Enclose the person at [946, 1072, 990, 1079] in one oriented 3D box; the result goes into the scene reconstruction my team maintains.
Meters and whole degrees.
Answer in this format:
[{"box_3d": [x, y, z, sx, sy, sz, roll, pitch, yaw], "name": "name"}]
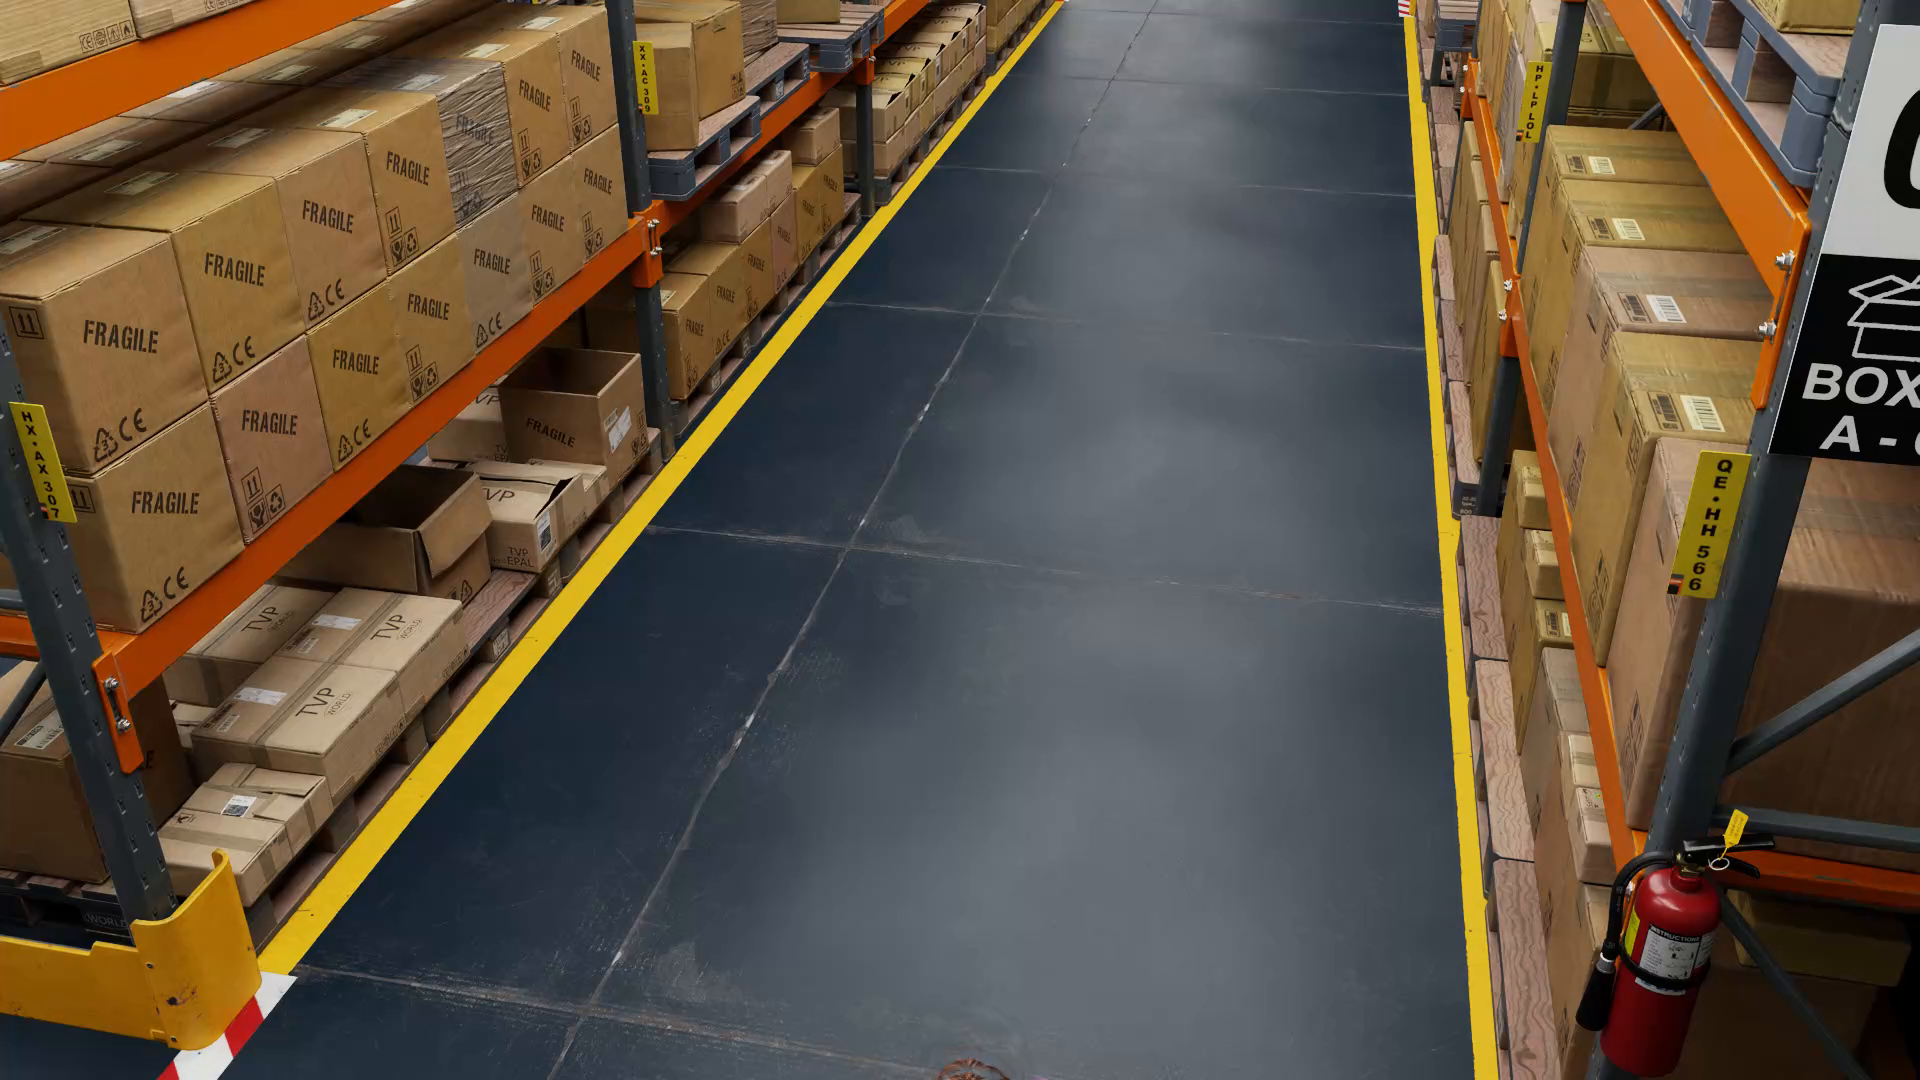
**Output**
[{"box_3d": [0.015, 1.682, 3.136, 0.415, 1.624, 0.701, 1, 29, 1], "name": "person"}]
